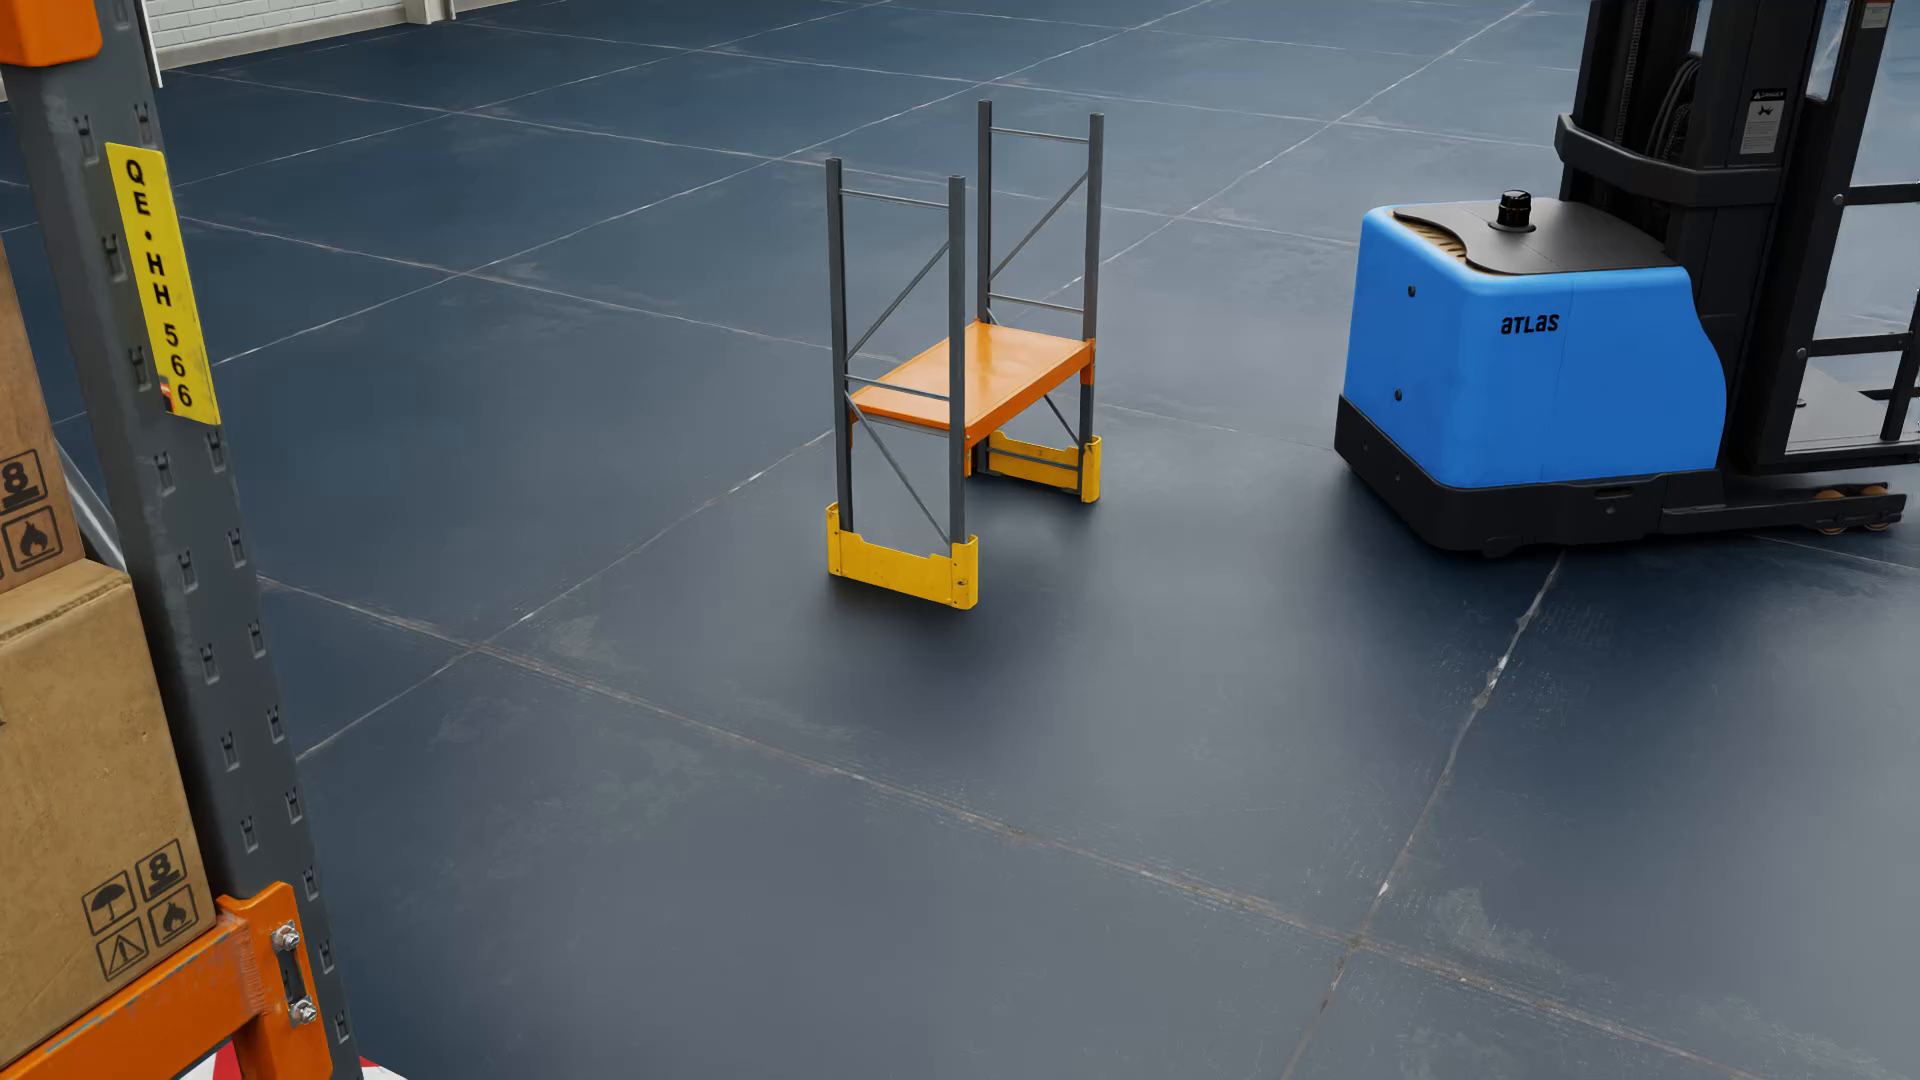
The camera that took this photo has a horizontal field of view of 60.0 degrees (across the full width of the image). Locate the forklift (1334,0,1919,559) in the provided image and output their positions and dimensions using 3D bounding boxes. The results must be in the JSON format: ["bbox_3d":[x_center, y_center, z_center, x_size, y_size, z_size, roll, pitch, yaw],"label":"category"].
[{"bbox_3d":[3.107,-1.557,6.086,3.031,2.935,1.130,-5,27,-10],"label":"forklift"}]

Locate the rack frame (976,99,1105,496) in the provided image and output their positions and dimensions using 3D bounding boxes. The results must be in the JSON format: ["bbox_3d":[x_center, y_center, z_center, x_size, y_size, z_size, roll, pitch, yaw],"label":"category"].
[{"bbox_3d":[0.292,-0.902,6.376,0.500,1.500,0.032,14,30,26],"label":"rack frame"}]

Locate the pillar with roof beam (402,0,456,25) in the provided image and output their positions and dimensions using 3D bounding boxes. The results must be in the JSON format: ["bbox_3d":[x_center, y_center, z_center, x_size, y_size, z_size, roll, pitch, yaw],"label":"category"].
[{"bbox_3d":[-1.547,-8.274,12.725,9.100,9.000,0.400,14,30,26],"label":"pillar with roof beam"}]

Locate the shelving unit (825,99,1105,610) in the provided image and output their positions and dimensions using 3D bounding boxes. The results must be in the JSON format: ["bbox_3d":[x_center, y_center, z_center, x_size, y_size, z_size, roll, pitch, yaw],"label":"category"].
[{"bbox_3d":[0.037,-0.700,5.974,0.587,1.500,1.083,14,30,26],"label":"shelving unit"}]

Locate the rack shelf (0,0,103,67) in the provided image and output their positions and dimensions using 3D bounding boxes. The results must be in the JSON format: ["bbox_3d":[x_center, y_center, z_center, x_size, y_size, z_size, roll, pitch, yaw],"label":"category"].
[{"bbox_3d":[-2.372,-0.033,0.418,1.077,0.370,4.000,14,30,26],"label":"rack shelf"}]

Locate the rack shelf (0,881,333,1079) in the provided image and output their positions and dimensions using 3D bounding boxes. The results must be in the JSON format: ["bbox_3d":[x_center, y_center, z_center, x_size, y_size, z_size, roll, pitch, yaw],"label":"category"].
[{"bbox_3d":[-2.372,1.308,1.089,1.077,0.370,4.000,14,30,26],"label":"rack shelf"}]

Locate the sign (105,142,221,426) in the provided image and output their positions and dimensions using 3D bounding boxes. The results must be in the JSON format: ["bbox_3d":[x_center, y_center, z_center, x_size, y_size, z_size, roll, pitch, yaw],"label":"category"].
[{"bbox_3d":[-0.922,-0.292,1.924,0.100,0.325,0.005,14,30,26],"label":"sign"}]

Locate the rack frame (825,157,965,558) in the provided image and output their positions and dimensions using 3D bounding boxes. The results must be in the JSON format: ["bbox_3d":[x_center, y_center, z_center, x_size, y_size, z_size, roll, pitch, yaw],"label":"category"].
[{"bbox_3d":[-0.208,-0.506,5.585,0.500,1.500,0.032,14,30,26],"label":"rack frame"}]

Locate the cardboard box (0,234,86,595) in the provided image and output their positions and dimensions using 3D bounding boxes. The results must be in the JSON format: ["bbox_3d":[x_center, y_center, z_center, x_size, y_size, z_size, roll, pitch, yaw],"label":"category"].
[{"bbox_3d":[-1.604,-0.207,1.938,0.875,0.550,0.550,14,30,26],"label":"cardboard box"}]

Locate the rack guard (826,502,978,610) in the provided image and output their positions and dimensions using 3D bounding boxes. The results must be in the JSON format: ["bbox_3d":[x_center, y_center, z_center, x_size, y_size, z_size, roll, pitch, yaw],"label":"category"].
[{"bbox_3d":[-0.207,0.053,5.866,0.587,0.250,0.087,14,30,26],"label":"rack guard"}]

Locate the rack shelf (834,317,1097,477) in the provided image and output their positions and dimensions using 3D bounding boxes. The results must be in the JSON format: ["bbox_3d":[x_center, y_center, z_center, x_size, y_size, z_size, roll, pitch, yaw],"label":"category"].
[{"bbox_3d":[0.042,-0.543,6.061,0.538,0.185,1.000,14,30,26],"label":"rack shelf"}]

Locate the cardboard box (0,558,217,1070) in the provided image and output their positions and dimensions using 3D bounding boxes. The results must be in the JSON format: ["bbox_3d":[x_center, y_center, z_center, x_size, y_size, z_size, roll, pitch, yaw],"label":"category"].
[{"bbox_3d":[-1.531,0.295,2.143,0.875,0.550,0.550,14,30,26],"label":"cardboard box"}]

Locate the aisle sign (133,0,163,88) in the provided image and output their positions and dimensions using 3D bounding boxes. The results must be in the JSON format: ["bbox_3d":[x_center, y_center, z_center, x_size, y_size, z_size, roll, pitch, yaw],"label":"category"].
[{"bbox_3d":[-1.092,-0.917,1.827,0.394,0.787,0.004,14,30,26],"label":"aisle sign"}]

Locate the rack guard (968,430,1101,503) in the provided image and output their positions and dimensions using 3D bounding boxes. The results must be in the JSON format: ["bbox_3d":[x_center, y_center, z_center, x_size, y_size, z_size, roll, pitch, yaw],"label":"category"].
[{"bbox_3d":[0.282,-0.336,6.641,0.587,0.250,0.087,14,30,26],"label":"rack guard"}]
